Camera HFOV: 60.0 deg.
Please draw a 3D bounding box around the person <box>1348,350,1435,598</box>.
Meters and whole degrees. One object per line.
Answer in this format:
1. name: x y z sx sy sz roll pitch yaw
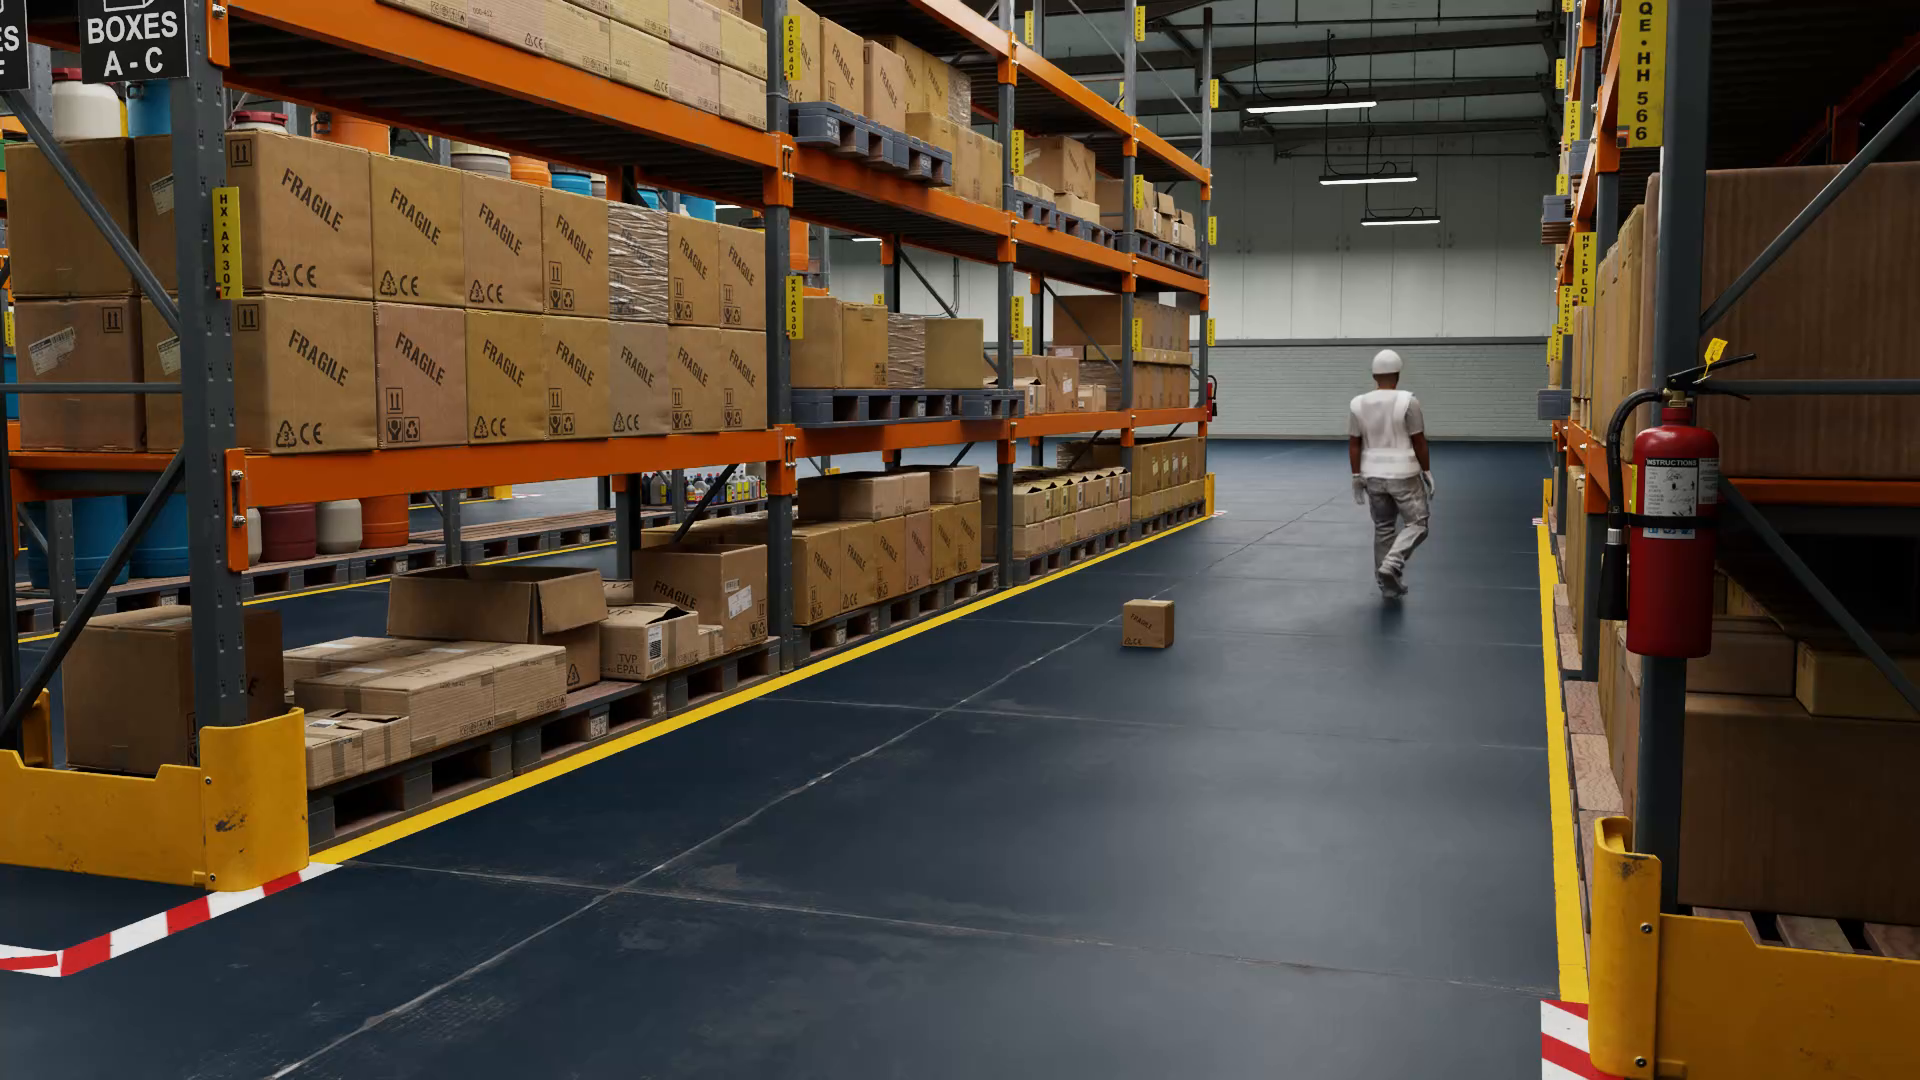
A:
1. person: 3.065 -0.451 11.738 0.572 1.768 0.804 5 7 43
